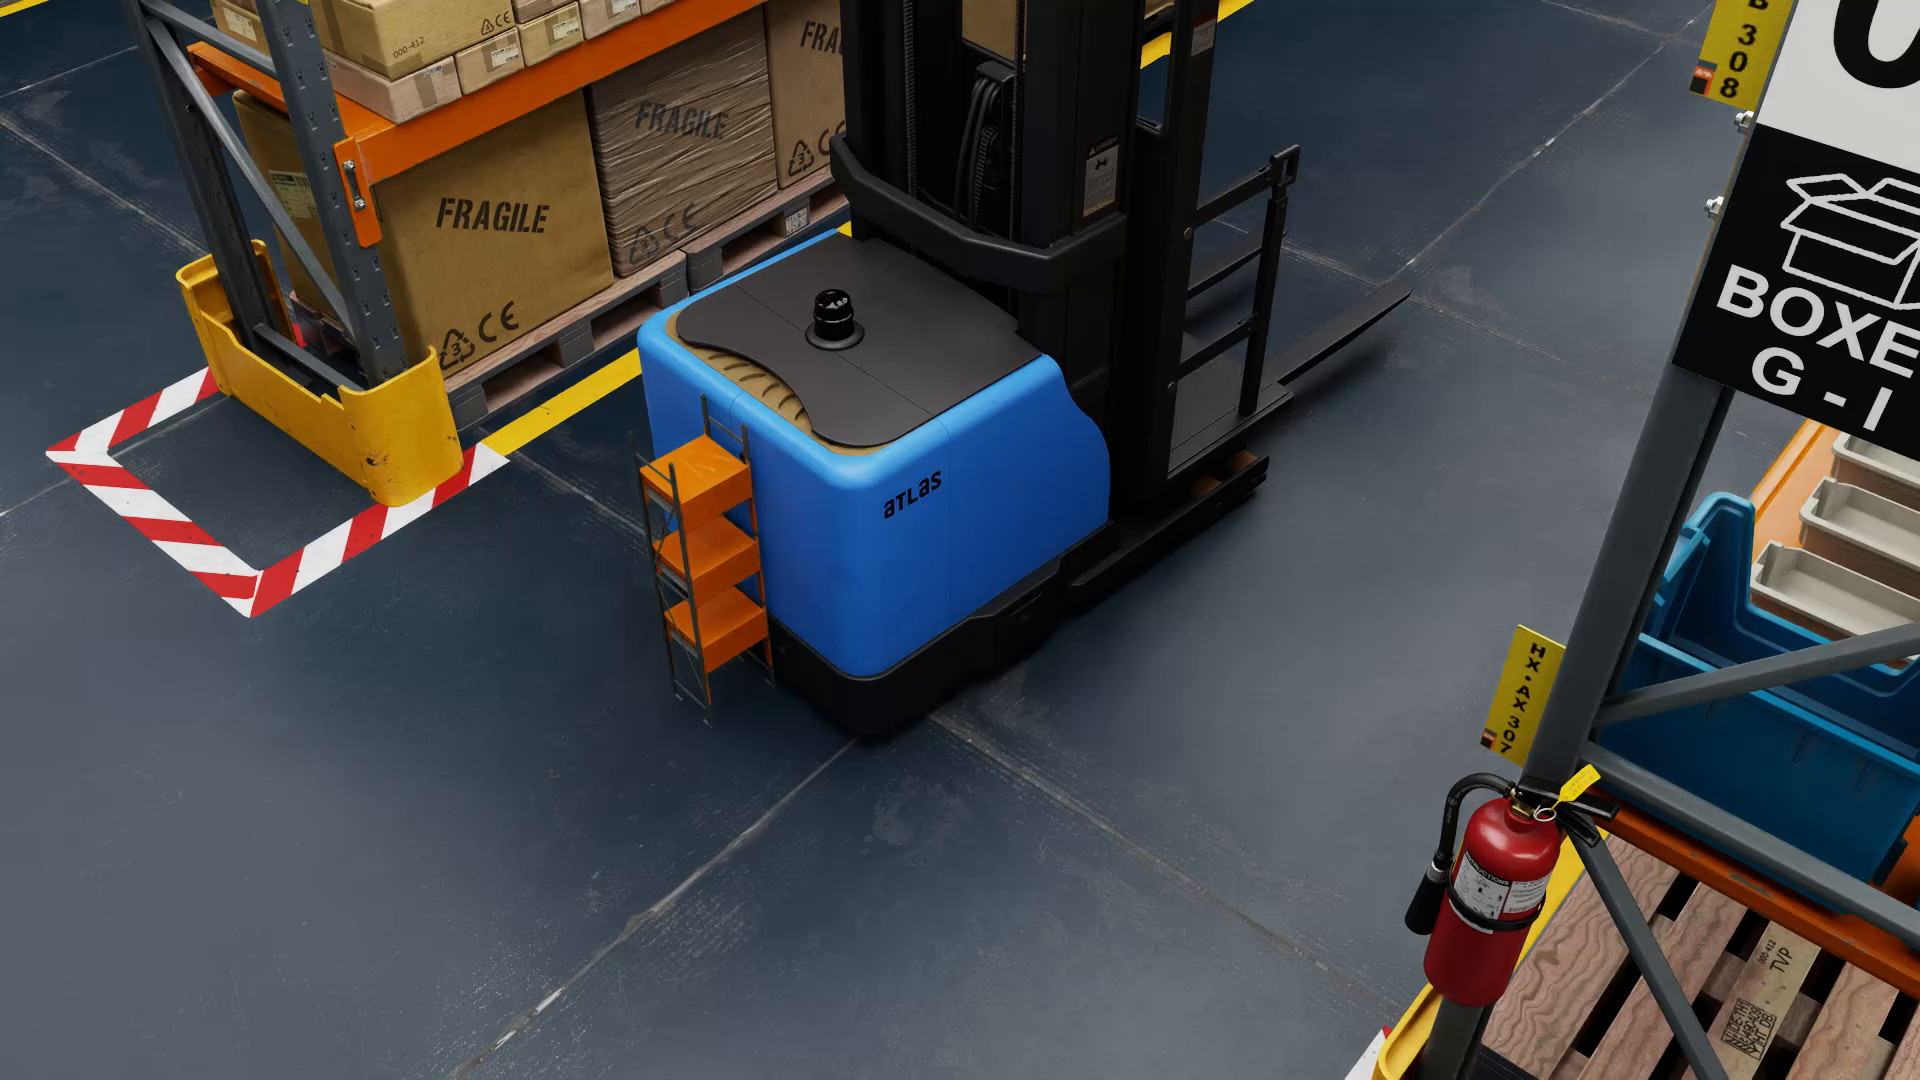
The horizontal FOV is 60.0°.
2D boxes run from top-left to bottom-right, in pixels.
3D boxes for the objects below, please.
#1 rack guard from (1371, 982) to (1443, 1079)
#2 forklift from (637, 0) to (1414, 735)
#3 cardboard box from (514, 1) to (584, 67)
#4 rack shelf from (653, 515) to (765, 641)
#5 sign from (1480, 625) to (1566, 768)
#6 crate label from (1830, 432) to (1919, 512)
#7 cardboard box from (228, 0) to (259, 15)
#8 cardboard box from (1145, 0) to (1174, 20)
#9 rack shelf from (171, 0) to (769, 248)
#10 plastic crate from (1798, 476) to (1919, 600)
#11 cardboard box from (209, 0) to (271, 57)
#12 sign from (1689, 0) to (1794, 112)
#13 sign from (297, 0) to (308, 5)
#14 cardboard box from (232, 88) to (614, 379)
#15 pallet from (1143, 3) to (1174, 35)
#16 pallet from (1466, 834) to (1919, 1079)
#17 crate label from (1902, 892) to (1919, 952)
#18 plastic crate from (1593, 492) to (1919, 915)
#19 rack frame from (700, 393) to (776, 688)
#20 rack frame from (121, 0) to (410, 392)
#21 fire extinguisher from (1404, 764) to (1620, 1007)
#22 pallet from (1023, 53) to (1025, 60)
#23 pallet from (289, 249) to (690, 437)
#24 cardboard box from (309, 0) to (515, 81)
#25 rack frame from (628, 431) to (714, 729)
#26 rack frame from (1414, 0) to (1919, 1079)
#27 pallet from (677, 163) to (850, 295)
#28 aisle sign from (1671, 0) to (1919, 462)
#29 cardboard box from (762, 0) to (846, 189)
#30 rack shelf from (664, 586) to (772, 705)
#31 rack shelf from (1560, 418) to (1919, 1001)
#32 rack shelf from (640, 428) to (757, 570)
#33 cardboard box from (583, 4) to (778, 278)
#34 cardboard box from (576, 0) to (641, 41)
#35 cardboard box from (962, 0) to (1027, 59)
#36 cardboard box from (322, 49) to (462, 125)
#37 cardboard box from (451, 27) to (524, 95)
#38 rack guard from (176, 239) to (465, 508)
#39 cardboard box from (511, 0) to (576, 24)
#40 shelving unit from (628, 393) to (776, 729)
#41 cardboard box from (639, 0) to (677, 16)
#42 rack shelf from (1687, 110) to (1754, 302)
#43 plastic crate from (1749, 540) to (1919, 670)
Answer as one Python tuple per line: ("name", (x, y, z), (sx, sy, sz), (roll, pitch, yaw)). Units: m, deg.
("rack guard", (1.468, 1.527, 3.699), (1.175, 0.500, 0.348), (29, 50, 28))
("forklift", (0.451, -1.373, 5.081), (3.031, 2.935, 1.130), (-33, 51, -31))
("cardboard box", (-1.508, -1.772, 5.656), (0.380, 0.149, 0.250), (28, 49, 28))
("rack shelf", (-0.741, 0.093, 4.883), (0.240, 0.259, 0.215), (-33, 51, -31))
("sign", (1.042, 0.294, 3.076), (0.100, 0.325, 0.005), (29, 50, 28))
("crate label", (2.218, -0.136, 3.821), (0.396, 0.136, 0.243), (29, 50, 28))
("cardboard box", (-2.209, -1.979, 5.587), (0.500, 0.250, 0.500), (29, 50, 28))
("cardboard box", (0.653, -3.327, 8.447), (1.225, 0.875, 0.875), (30, 50, 29))
("rack shelf", (-1.030, -2.324, 6.611), (1.077, 0.370, 4.000), (29, 50, 28))
("plastic crate", (2.057, 0.018, 3.652), (0.396, 0.136, 0.243), (29, 50, 28))
("cardboard box", (-2.340, -1.793, 5.679), (0.380, 0.149, 0.250), (30, 50, 29))
("sign", (1.042, -0.717, 2.157), (0.100, 0.325, 0.005), (29, 50, 28))
("sign", (-1.897, -1.667, 4.651), (0.100, 0.325, 0.005), (29, 50, 28))
("cardboard box", (-1.967, -1.294, 6.210), (0.875, 0.875, 0.875), (29, 50, 28))
("pallet", (0.696, -3.018, 8.912), (1.003, 0.211, 1.213), (29, 50, 28))
("pallet", (2.034, 1.208, 4.265), (1.003, 0.211, 1.213), (29, 50, 28))
("crate label", (1.884, 0.639, 2.897), (0.416, 0.233, 0.303), (29, 50, 28))
("plastic crate", (1.546, 0.296, 3.124), (0.616, 0.435, 0.499), (29, 50, 28))
("rack frame", (-0.653, 0.029, 4.938), (0.008, 1.050, 0.200), (-33, 51, -31))
("rack frame", (-2.318, -1.560, 5.236), (1.000, 3.000, 0.127), (29, 50, 28))
("fire extinguisher", (1.028, 0.632, 3.160), (0.296, 0.674, 0.183), (29, 50, 28))
("pallet", (-0.293, -2.231, 8.046), (1.003, 0.211, 1.213), (29, 50, 28))
("pallet", (-1.863, -0.974, 6.664), (1.003, 0.211, 1.213), (29, 50, 28))
("cardboard box", (-1.802, -1.745, 5.330), (0.500, 0.250, 0.500), (28, 49, 27))
("rack frame", (-0.830, 0.142, 4.813), (0.008, 1.050, 0.200), (-33, 51, -31))
("rack frame", (1.471, 0.583, 2.879), (0.949, 2.616, 0.053), (29, 50, 28))
("pallet", (-1.078, -1.599, 7.352), (1.003, 0.211, 1.213), (29, 50, 28))
("aisle sign", (1.203, -0.467, 2.102), (0.394, 0.787, 0.004), (29, 50, 28))
("cardboard box", (-0.809, -2.221, 7.230), (0.875, 0.875, 0.875), (29, 50, 28))
("rack shelf", (-0.741, 0.299, 5.070), (0.240, 0.259, 0.215), (-33, 51, -31))
("rack shelf", (2.760, -0.180, 4.252), (1.077, 0.370, 4.000), (29, 50, 28))
("rack shelf", (-0.741, -0.117, 4.692), (0.240, 0.259, 0.215), (-33, 51, -31))
("cardboard box", (-1.381, -1.762, 6.726), (0.875, 0.875, 0.875), (29, 50, 28))
("cardboard box", (-1.341, -1.907, 5.804), (0.380, 0.149, 0.250), (29, 50, 28))
("cardboard box", (-0.229, -2.684, 7.739), (0.875, 0.875, 0.875), (29, 50, 28))
("cardboard box", (-1.837, -1.507, 5.365), (0.380, 0.149, 0.250), (30, 50, 29))
("cardboard box", (-1.673, -1.640, 5.511), (0.380, 0.149, 0.250), (29, 50, 28))
("rack guard", (-2.333, -0.623, 6.064), (1.175, 0.500, 0.348), (29, 50, 28))
("cardboard box", (-1.473, -2.016, 5.627), (0.500, 0.250, 0.500), (29, 50, 28))
("shelving unit", (-0.741, 0.085, 4.876), (0.252, 1.050, 0.215), (-33, 51, -31))
("cardboard box", (-1.177, -2.037, 5.948), (0.380, 0.149, 0.250), (29, 49, 28))
("rack shelf", (2.760, -1.289, 3.243), (1.077, 0.370, 4.000), (29, 50, 28))
("plastic crate", (1.860, 0.161, 3.494), (0.396, 0.136, 0.243), (29, 50, 28))
